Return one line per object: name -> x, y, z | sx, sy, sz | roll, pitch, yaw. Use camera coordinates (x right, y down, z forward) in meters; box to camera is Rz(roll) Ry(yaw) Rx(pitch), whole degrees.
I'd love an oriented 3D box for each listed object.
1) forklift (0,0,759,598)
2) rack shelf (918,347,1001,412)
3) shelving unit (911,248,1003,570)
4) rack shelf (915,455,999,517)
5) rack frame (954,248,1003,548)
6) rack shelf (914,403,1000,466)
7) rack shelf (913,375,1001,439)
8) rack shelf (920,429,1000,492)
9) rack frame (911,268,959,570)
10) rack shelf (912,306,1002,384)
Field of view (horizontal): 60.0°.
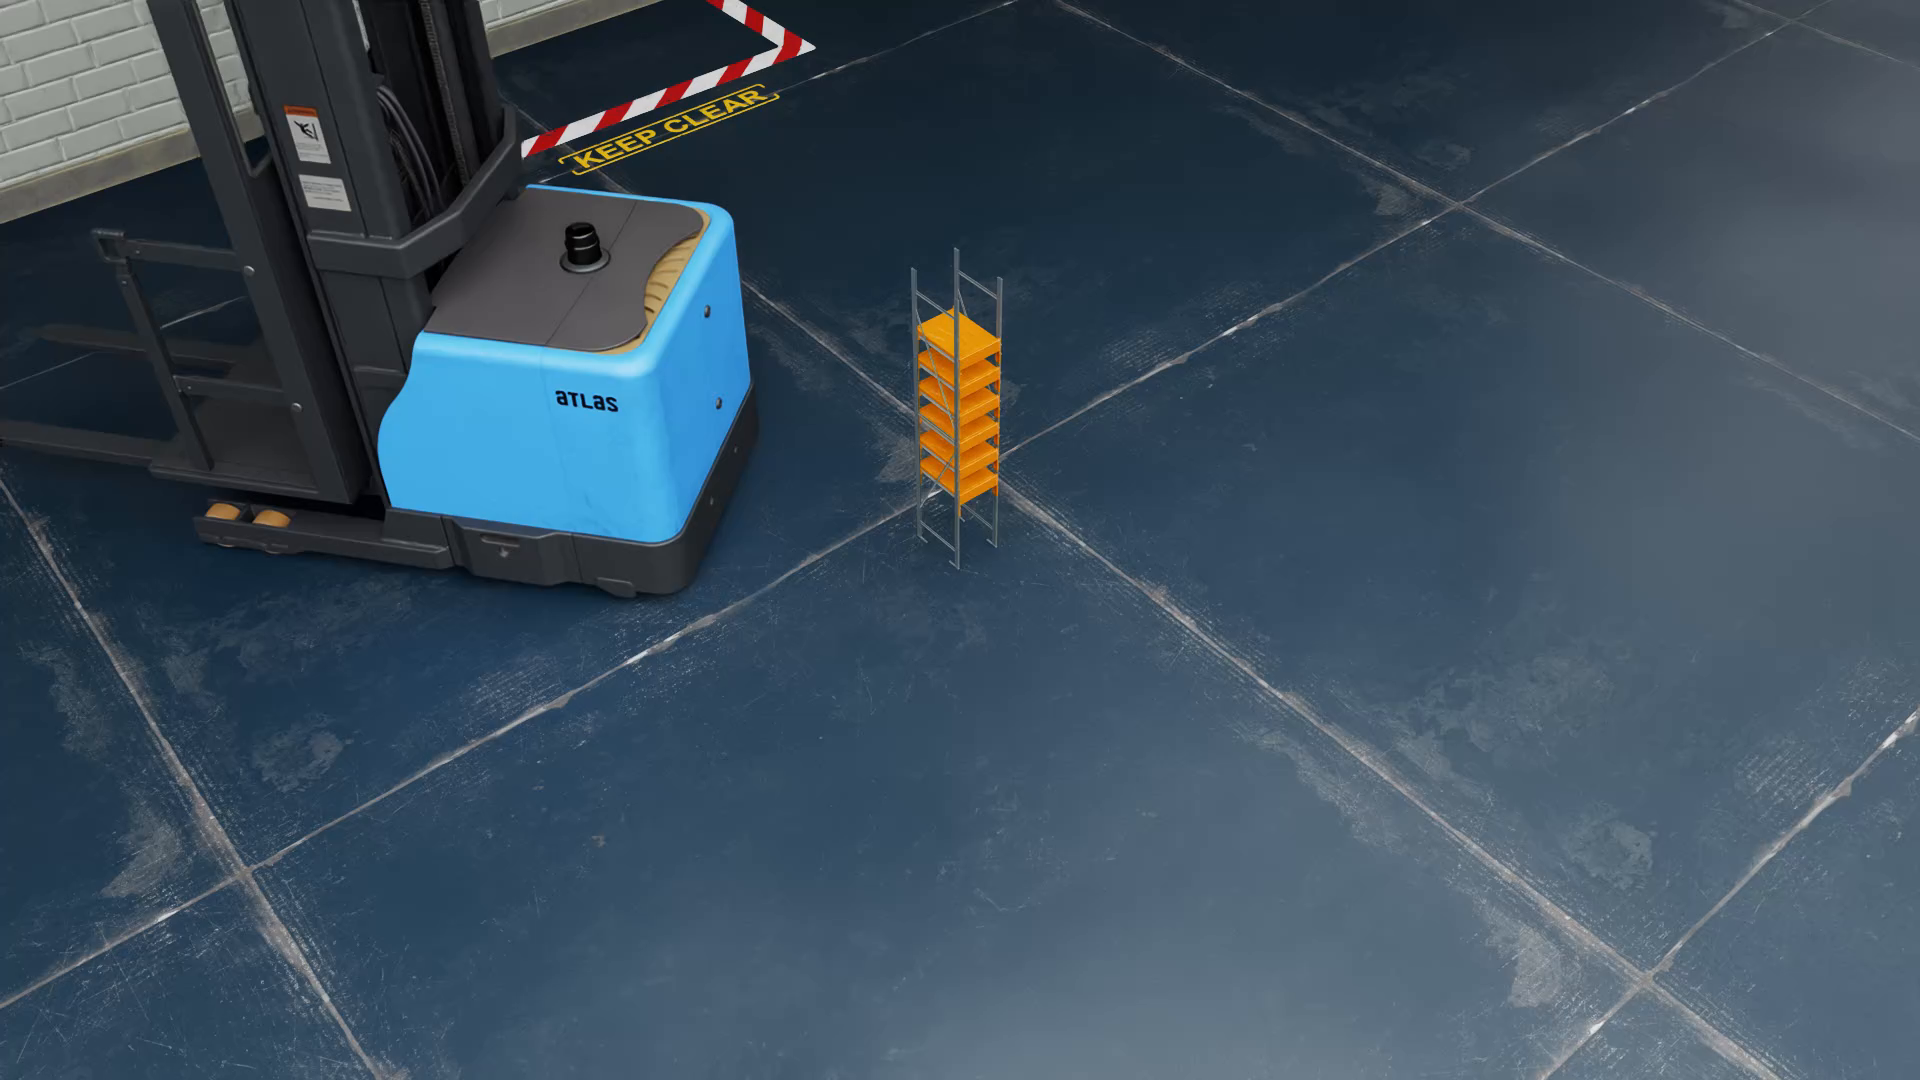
forklift -> -2.367, -1.363, 5.560 | 3.031, 2.935, 1.130 | 8, 44, 8
rack shelf -> -0.011, -0.574, 5.699 | 0.180, 0.103, 0.258 | -30, 51, -28
shelving unit -> -0.011, -0.431, 5.832 | 0.189, 1.200, 0.258 | -30, 51, -28
rack shelf -> -0.011, -0.224, 6.027 | 0.180, 0.103, 0.258 | -30, 51, -28
rack frame -> 0.059, -0.471, 5.875 | 0.006, 1.200, 0.240 | -30, 51, -28
rack shelf -> -0.011, -0.399, 5.863 | 0.180, 0.103, 0.258 | -30, 51, -28
rack shelf -> -0.011, -0.486, 5.781 | 0.180, 0.103, 0.258 | -30, 51, -28
rack shelf -> -0.011, -0.311, 5.945 | 0.180, 0.103, 0.258 | -30, 51, -28
rack frame -> -0.081, -0.391, 5.790 | 0.006, 1.200, 0.240 | -30, 51, -28
rack shelf -> -0.011, -0.661, 5.616 | 0.180, 0.103, 0.258 | -30, 51, -28
